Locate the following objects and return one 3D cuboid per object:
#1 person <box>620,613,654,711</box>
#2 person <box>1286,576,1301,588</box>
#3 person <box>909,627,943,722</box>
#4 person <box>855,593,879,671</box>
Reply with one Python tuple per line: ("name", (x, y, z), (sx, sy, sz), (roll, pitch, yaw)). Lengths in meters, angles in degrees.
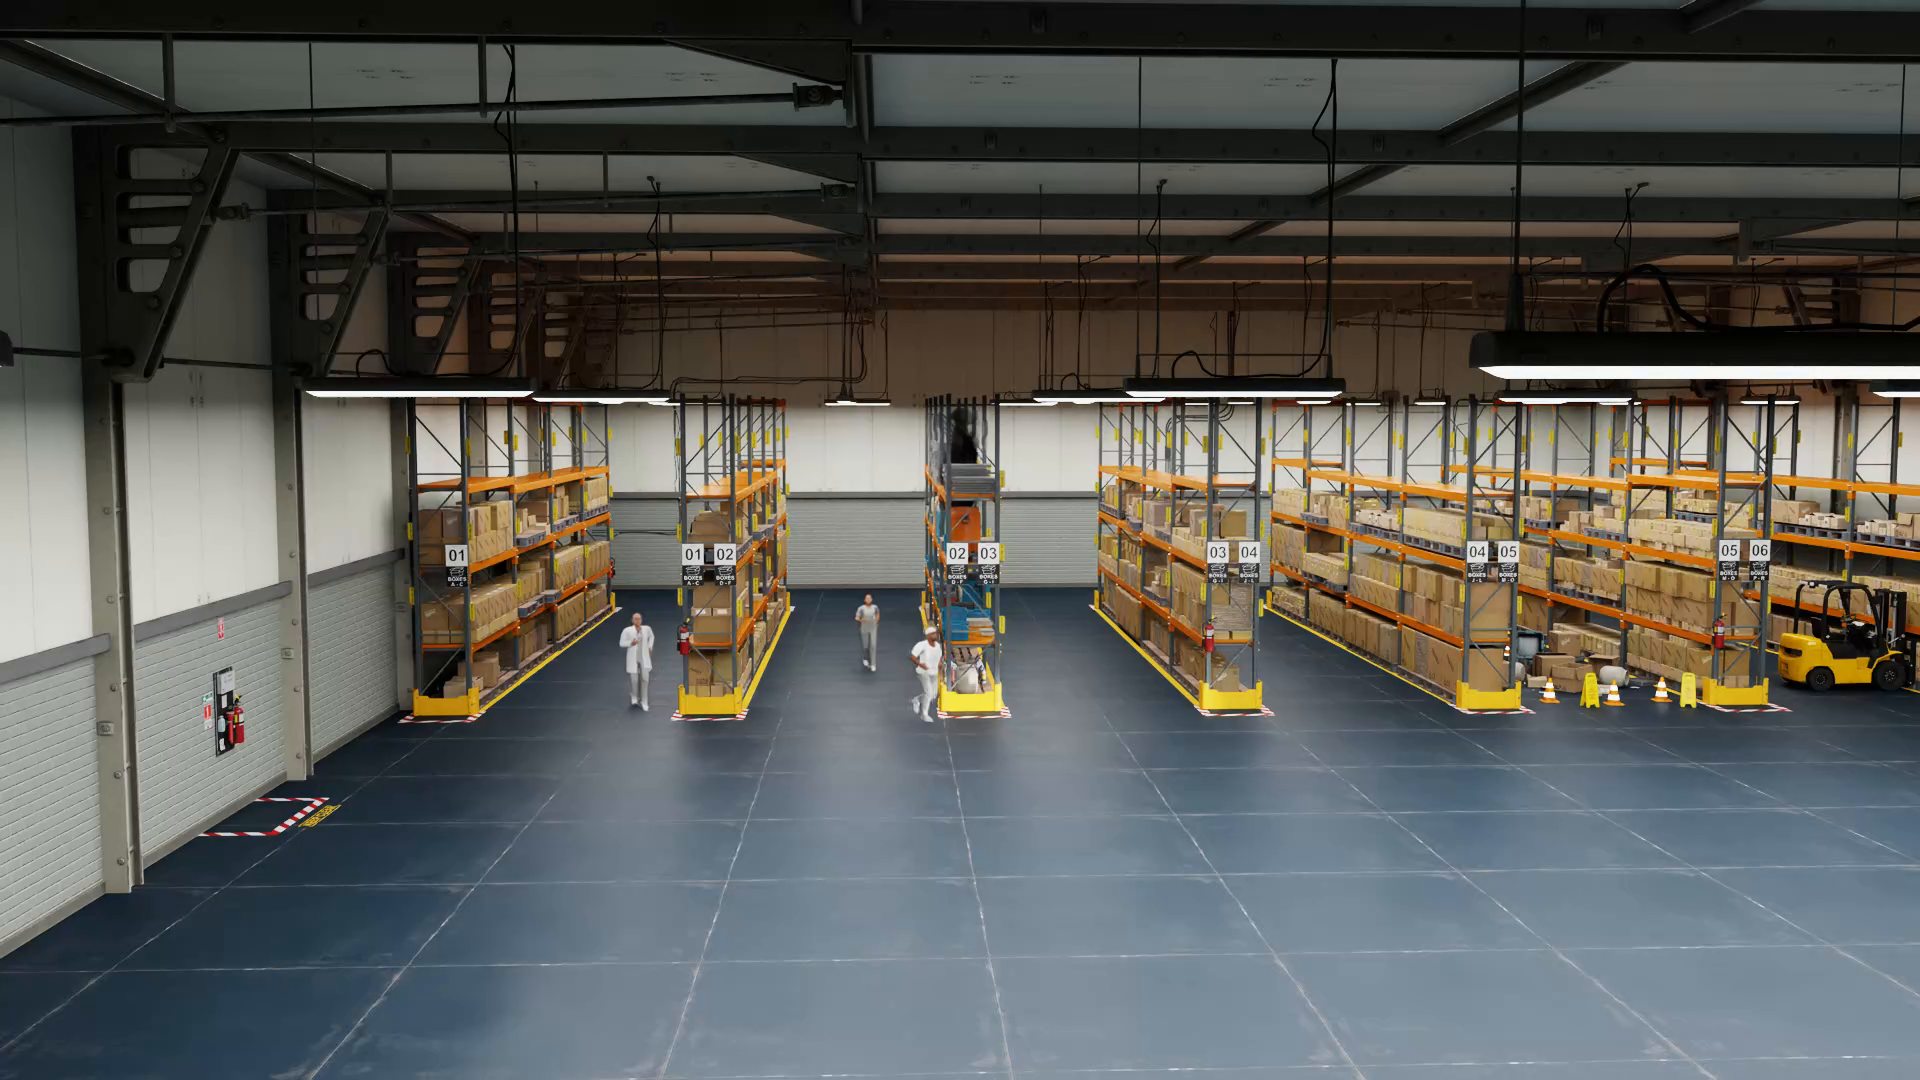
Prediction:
("person", (-6.158, 2.311, 31.799), (0.692, 1.833, 0.854), (-2, 5, -19))
("person", (9.913, 0.991, 49.111), (0.569, 1.722, 0.775), (4, 6, 39))
("person", (-0.605, 2.452, 30.726), (0.738, 1.716, 0.609), (-4, 6, -40))
("person", (-2.004, 1.989, 36.343), (0.570, 1.655, 0.950), (-1, 5, -14))
